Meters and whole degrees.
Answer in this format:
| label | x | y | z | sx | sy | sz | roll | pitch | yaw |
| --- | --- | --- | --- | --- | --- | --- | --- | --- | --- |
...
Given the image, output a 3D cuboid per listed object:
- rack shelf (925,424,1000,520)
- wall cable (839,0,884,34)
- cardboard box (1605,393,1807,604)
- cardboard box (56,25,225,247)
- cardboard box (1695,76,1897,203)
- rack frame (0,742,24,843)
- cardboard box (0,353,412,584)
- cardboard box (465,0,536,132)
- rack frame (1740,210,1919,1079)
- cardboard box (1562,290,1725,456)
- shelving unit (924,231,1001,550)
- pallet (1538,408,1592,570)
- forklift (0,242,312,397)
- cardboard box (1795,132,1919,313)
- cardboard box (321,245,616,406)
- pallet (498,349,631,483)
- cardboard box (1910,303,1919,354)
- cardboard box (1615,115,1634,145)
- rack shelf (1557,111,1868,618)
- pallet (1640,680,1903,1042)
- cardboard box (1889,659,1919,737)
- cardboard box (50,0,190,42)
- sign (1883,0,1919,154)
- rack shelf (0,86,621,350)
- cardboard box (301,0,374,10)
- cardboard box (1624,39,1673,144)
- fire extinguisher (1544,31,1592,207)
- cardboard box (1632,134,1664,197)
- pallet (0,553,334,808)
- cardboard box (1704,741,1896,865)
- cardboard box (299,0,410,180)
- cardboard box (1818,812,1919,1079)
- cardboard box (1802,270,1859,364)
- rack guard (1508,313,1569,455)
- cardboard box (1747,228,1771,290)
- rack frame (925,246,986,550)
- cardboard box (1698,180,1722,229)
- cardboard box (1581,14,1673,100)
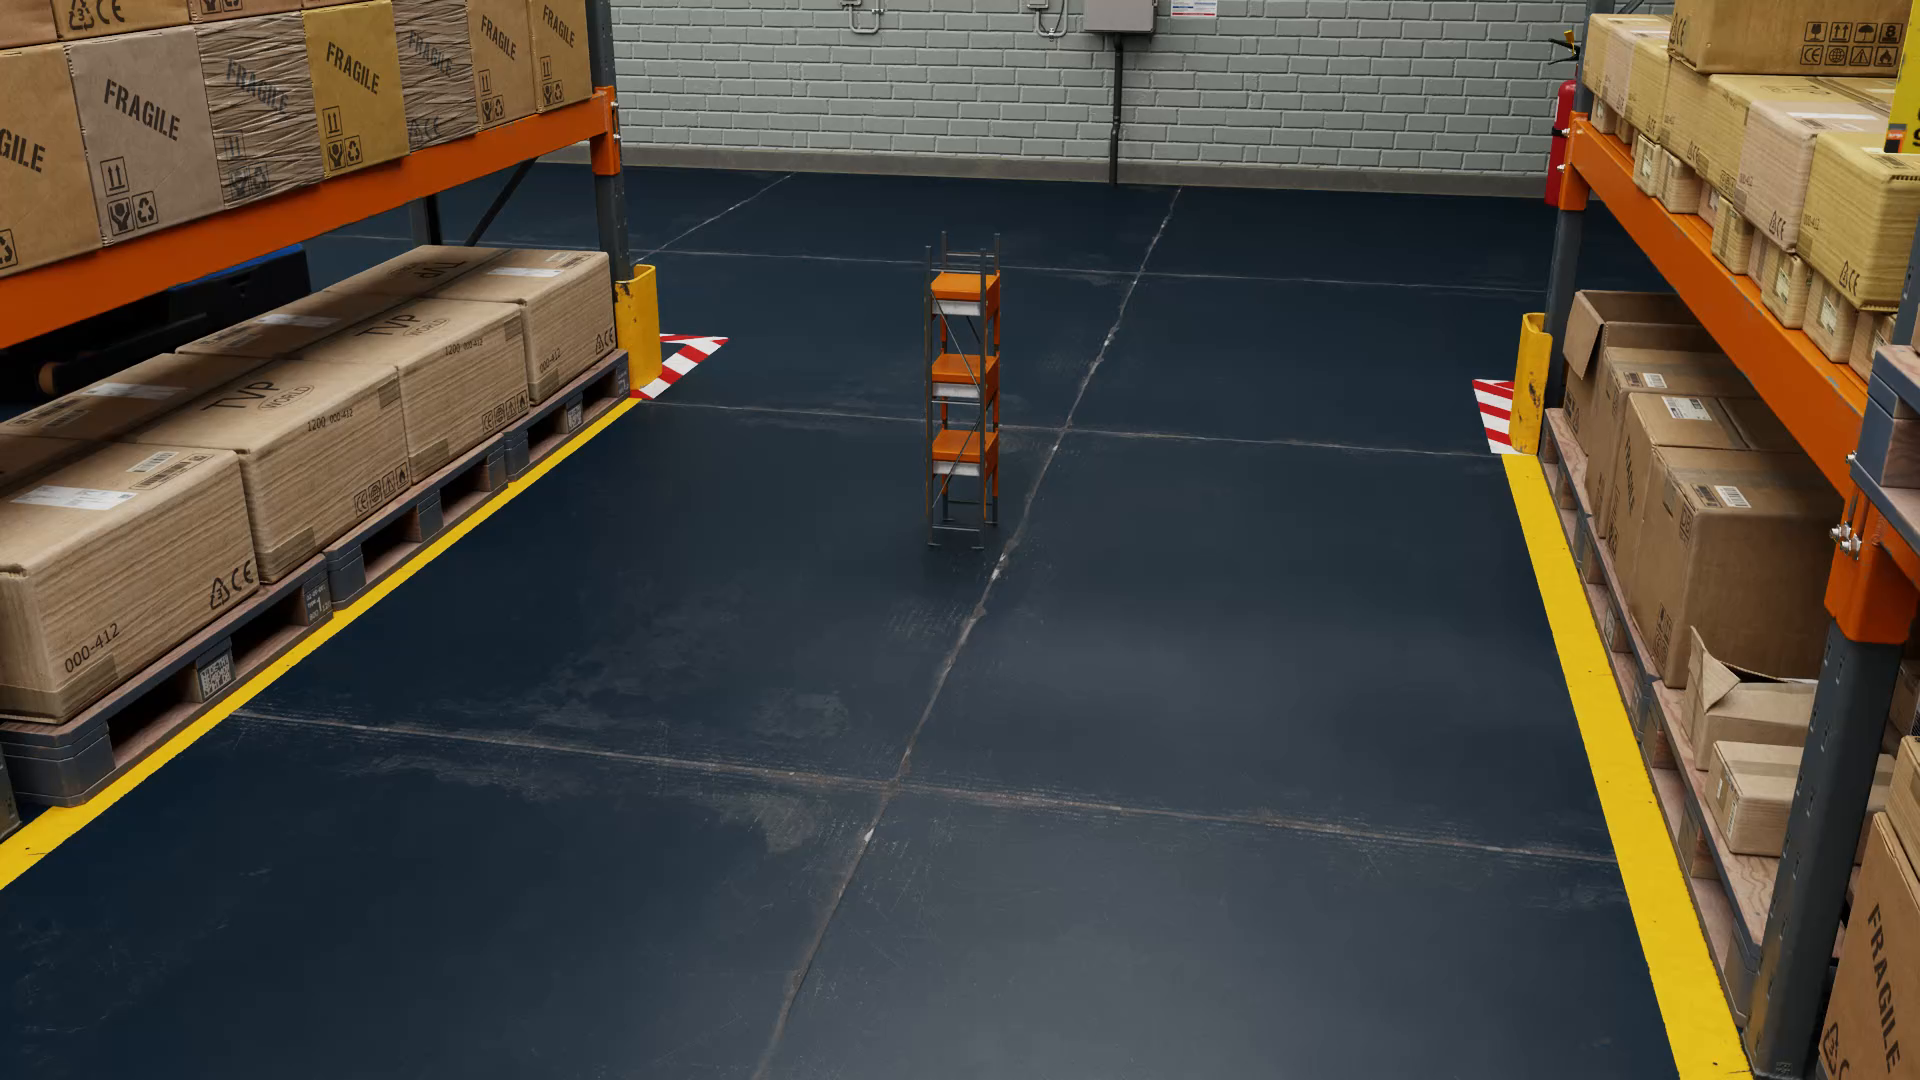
| label | x | y | z | sx | sy | sz | roll | pitch | yaw |
| --- | --- | --- | --- | --- | --- | --- | --- | --- | --- |
| rack shelf | 0.011 | -0.239 | 5.814 | 0.215 | 0.259 | 0.240 | 4 | 22 | 11 |
| wall cable | -0.867 | -4.712 | 12.138 | 0.585 | 1.953 | 0.123 | 4 | 22 | 11 |
| cardboard box | 2.229 | -0.109 | 4.893 | 0.500 | 0.500 | 0.500 | 5 | 22 | 12 |
| cardboard box | -2.352 | -1.082 | 4.390 | 0.500 | 0.500 | 0.500 | 5 | 22 | 11 |
| cardboard box | 2.116 | -0.962 | 4.029 | 0.500 | 0.250 | 0.500 | 4 | 22 | 11 |
| rack frame | -2.811 | -0.700 | 3.576 | 1.000 | 3.000 | 0.127 | 4 | 22 | 11 |
| cardboard box | -2.396 | -0.255 | 5.339 | 0.875 | 0.438 | 0.875 | 4 | 22 | 9 |
| cardboard box | -1.951 | -1.830 | 6.249 | 0.500 | 0.500 | 0.500 | 4 | 22 | 10 |
| rack frame | 2.049 | -0.323 | 2.640 | 1.000 | 3.000 | 0.127 | 4 | 22 | 11 |
| cardboard box | 2.648 | -0.606 | 6.123 | 0.797 | 0.503 | 0.637 | 4 | 22 | 9 |
| shelving unit | 0.011 | -0.507 | 5.706 | 0.215 | 1.050 | 0.252 | 4 | 22 | 11 |
| pallet | 2.688 | -0.173 | 6.000 | 1.003 | 0.211 | 1.213 | 4 | 22 | 11 |
| forklift | -4.413 | -2.157 | 7.287 | 1.130 | 2.935 | 3.031 | 7 | 23 | 16 |
| cardboard box | 1.914 | -0.596 | 3.121 | 0.500 | 0.250 | 0.500 | 5 | 22 | 12 |
| cardboard box | -2.032 | -0.920 | 6.990 | 0.875 | 0.438 | 0.875 | 4 | 22 | 9 |
| pallet | -2.081 | -0.571 | 6.988 | 1.003 | 0.211 | 1.213 | 4 | 22 | 11 |
| cardboard box | 1.731 | -0.404 | 2.146 | 0.700 | 0.500 | 0.500 | 5 | 22 | 12 |
| cardboard box | 2.523 | -1.473 | 5.833 | 0.380 | 0.149 | 0.250 | 5 | 22 | 12 |
| rack shelf | 2.457 | -0.721 | 4.590 | 1.077 | 0.370 | 4.000 | 4 | 22 | 11 |
| pallet | 2.190 | 0.720 | 3.784 | 1.003 | 0.211 | 1.213 | 4 | 22 | 11 |
| cardboard box | 2.504 | 0.423 | 4.043 | 0.380 | 0.149 | 0.250 | 4 | 22 | 10 |
| cardboard box | -2.368 | -1.550 | 4.215 | 0.500 | 0.500 | 0.500 | 4 | 22 | 10 |
| sign | 1.516 | -0.763 | 2.574 | 0.100 | 0.325 | 0.005 | 4 | 22 | 11 |
| rack shelf | -2.403 | -1.098 | 5.527 | 1.077 | 0.370 | 4.000 | 4 | 22 | 11 |
| cardboard box | -2.147 | -1.921 | 5.135 | 0.500 | 0.500 | 0.500 | 4 | 22 | 11 |
| cardboard box | 2.306 | -1.339 | 4.965 | 0.500 | 0.250 | 0.500 | 4 | 22 | 10 |
| fire extinguisher | 2.443 | -1.666 | 6.577 | 0.296 | 0.674 | 0.183 | 4 | 22 | 11 |
| cardboard box | 2.218 | -1.102 | 4.912 | 0.380 | 0.149 | 0.250 | 4 | 22 | 9 |
| pallet | -2.579 | 0.322 | 4.773 | 1.003 | 0.211 | 1.213 | 4 | 22 | 11 |
| cardboard box | 1.875 | 0.579 | 3.656 | 0.380 | 0.149 | 0.250 | 4 | 22 | 9 |
| cardboard box | -2.139 | -1.451 | 5.308 | 0.500 | 0.500 | 0.500 | 5 | 22 | 13 |
| cardboard box | 1.730 | 0.802 | 2.632 | 0.500 | 0.500 | 0.500 | 5 | 23 | 13 |
| cardboard box | 1.899 | -0.439 | 3.265 | 0.380 | 0.149 | 0.250 | 5 | 22 | 12 |
| rack guard | 2.850 | -0.598 | 6.670 | 1.175 | 0.500 | 0.348 | 4 | 22 | 11 |
| cardboard box | 2.008 | -0.630 | 3.738 | 0.380 | 0.149 | 0.250 | 5 | 22 | 12 |
| rack frame | -0.014 | -0.462 | 5.595 | 0.200 | 1.050 | 0.008 | 4 | 22 | 11 |
| cardboard box | 2.199 | -0.905 | 4.422 | 0.380 | 0.149 | 0.250 | 4 | 22 | 11 |
| cardboard box | 2.509 | -1.709 | 5.884 | 0.500 | 0.250 | 0.500 | 5 | 22 | 11 |
